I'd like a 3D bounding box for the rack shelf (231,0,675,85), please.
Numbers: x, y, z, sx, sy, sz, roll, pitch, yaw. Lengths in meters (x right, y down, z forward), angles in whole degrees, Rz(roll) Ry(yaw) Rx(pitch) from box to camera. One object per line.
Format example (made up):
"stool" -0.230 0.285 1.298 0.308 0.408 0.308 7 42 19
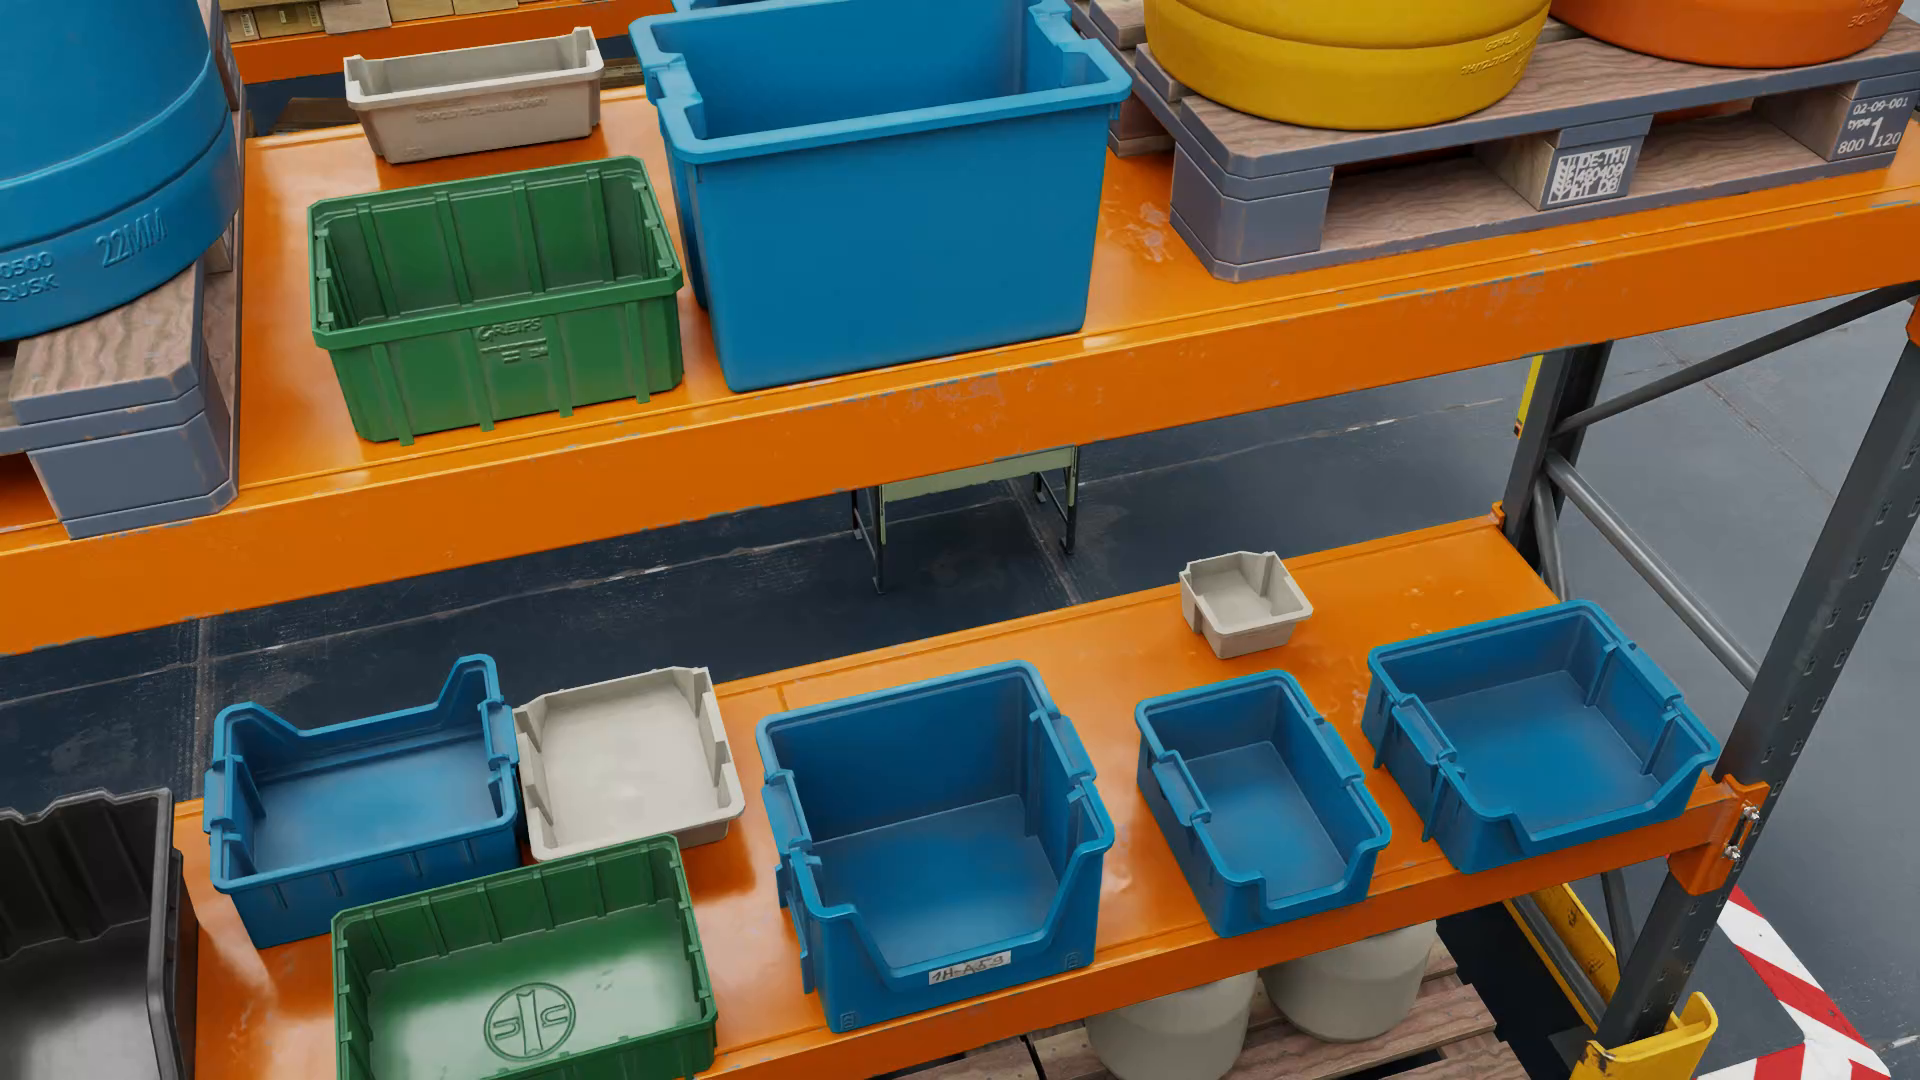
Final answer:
"rack shelf" -1.778 -2.363 7.222 4.000 0.370 1.077 -12 42 -13

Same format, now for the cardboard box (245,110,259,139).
"cardboard box" -3.292 -1.510 7.279 0.500 0.500 0.500 -13 43 -14

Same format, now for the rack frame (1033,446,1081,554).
"rack frame" 0.355 -0.638 5.841 0.023 1.500 0.400 -12 42 -13

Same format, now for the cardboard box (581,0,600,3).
"cardboard box" -1.479 -2.387 6.893 0.250 0.149 0.380 -12 42 -13

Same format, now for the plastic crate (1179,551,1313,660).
"plastic crate" 0.668 0.153 3.995 0.250 0.136 0.298 -12 42 -13

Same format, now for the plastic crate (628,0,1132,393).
"plastic crate" -0.111 -0.479 2.251 0.575 0.384 0.392 -12 42 -13

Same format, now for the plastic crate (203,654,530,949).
"plastic crate" -1.223 0.536 3.469 0.616 0.251 0.499 -12 42 -13

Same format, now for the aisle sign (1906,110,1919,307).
"aisle sign" 1.776 -0.728 2.828 0.004 0.787 0.394 -12 42 -13

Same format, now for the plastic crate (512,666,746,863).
"plastic crate" -0.725 0.489 3.611 0.437 0.136 0.530 -12 42 -13

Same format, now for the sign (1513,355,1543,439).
"sign" 1.457 -0.372 4.185 0.005 0.325 0.100 -12 42 -13

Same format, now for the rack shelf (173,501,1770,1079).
"rack shelf" -0.290 0.745 3.664 4.000 0.370 1.077 -12 42 -13

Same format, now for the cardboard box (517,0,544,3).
"cardboard box" -1.738 -2.381 6.886 0.250 0.149 0.380 -12 42 -13

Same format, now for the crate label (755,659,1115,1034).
"crate label" -0.057 0.599 3.258 0.616 0.435 0.502 -12 42 -13

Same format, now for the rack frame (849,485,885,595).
"rack frame" -0.343 -0.494 5.675 0.023 1.500 0.400 -12 42 -13

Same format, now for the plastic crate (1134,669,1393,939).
"plastic crate" 0.609 0.546 3.458 0.408 0.251 0.499 -12 42 -13

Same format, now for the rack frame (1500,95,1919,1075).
"rack frame" 1.618 0.079 3.880 0.127 3.000 1.000 -12 42 -13

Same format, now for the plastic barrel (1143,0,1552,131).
"plastic barrel" 0.569 -0.975 2.344 0.600 0.588 0.600 0 41 0

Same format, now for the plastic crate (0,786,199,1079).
"plastic crate" -1.660 0.869 3.023 0.504 0.338 0.767 -12 42 -13

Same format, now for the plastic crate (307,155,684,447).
"plastic crate" -0.611 -0.321 2.219 0.450 0.188 0.336 -12 42 -13

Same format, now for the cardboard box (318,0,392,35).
"cardboard box" -2.431 -2.185 6.662 0.250 0.149 0.380 -12 42 -13

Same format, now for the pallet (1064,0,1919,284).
"pallet" 0.799 -0.878 2.838 1.213 0.211 1.003 -12 42 -13

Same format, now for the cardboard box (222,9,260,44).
"cardboard box" -2.917 -2.106 6.572 0.250 0.149 0.380 -12 42 -13

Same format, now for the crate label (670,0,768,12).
"crate label" -0.267 -0.832 2.756 0.408 0.251 0.502 -12 42 -13

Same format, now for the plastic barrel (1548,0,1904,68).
"plastic barrel" 1.192 -1.195 2.412 0.708 0.830 0.600 -12 42 -13

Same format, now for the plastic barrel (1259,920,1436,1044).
"plastic barrel" 1.013 1.036 4.357 0.421 0.512 0.421 0 41 0

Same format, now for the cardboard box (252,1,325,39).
"cardboard box" -2.682 -2.161 6.635 0.250 0.149 0.380 -12 42 -13

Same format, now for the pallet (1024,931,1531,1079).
"pallet" 0.783 1.331 4.566 1.213 0.211 1.003 -12 42 -13

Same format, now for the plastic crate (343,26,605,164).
"plastic crate" -0.788 -0.732 2.728 0.396 0.136 0.243 -12 42 -13

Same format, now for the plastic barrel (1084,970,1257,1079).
"plastic barrel" 0.535 1.135 4.243 0.421 0.512 0.421 0 41 0

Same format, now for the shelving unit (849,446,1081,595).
"shelving unit" 0.006 -0.566 5.758 0.755 1.500 0.431 -12 42 -13

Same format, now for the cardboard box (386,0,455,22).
"cardboard box" -2.205 -2.260 6.748 0.250 0.149 0.380 -12 42 -13

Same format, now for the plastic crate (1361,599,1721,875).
"plastic crate" 1.230 0.422 3.601 0.616 0.251 0.499 -12 42 -13

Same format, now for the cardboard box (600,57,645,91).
"cardboard box" -1.633 -1.882 7.705 0.500 0.500 0.500 -8 42 -9

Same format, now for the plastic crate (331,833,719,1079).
"plastic crate" -0.818 0.858 3.149 0.662 0.188 0.450 -12 42 -13

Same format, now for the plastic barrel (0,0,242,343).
"plastic barrel" -1.216 -0.737 1.833 0.708 0.901 0.600 -12 42 -13

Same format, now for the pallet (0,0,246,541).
"pallet" -1.539 -0.393 2.284 1.003 0.211 1.213 -12 42 -13

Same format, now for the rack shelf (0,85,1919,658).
"rack shelf" -0.290 -0.385 2.677 4.000 0.370 1.077 -12 42 -13

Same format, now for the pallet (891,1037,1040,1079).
"pallet" -0.379 1.569 4.293 1.213 0.211 1.003 -12 42 -13

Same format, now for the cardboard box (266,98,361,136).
"cardboard box" -2.748 -1.628 7.414 0.500 0.500 0.500 1 41 1

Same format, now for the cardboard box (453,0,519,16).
"cardboard box" -1.963 -2.303 6.797 0.250 0.149 0.380 -12 42 -13

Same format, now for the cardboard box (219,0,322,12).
"cardboard box" -2.750 -2.515 6.547 0.500 0.500 0.875 -12 42 -13

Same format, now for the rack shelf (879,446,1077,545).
"rack shelf" 0.006 -0.321 5.973 0.720 0.370 0.431 -12 42 -13

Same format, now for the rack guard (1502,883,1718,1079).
"rack guard" 1.559 1.065 4.651 0.348 0.500 1.175 -12 42 -13
